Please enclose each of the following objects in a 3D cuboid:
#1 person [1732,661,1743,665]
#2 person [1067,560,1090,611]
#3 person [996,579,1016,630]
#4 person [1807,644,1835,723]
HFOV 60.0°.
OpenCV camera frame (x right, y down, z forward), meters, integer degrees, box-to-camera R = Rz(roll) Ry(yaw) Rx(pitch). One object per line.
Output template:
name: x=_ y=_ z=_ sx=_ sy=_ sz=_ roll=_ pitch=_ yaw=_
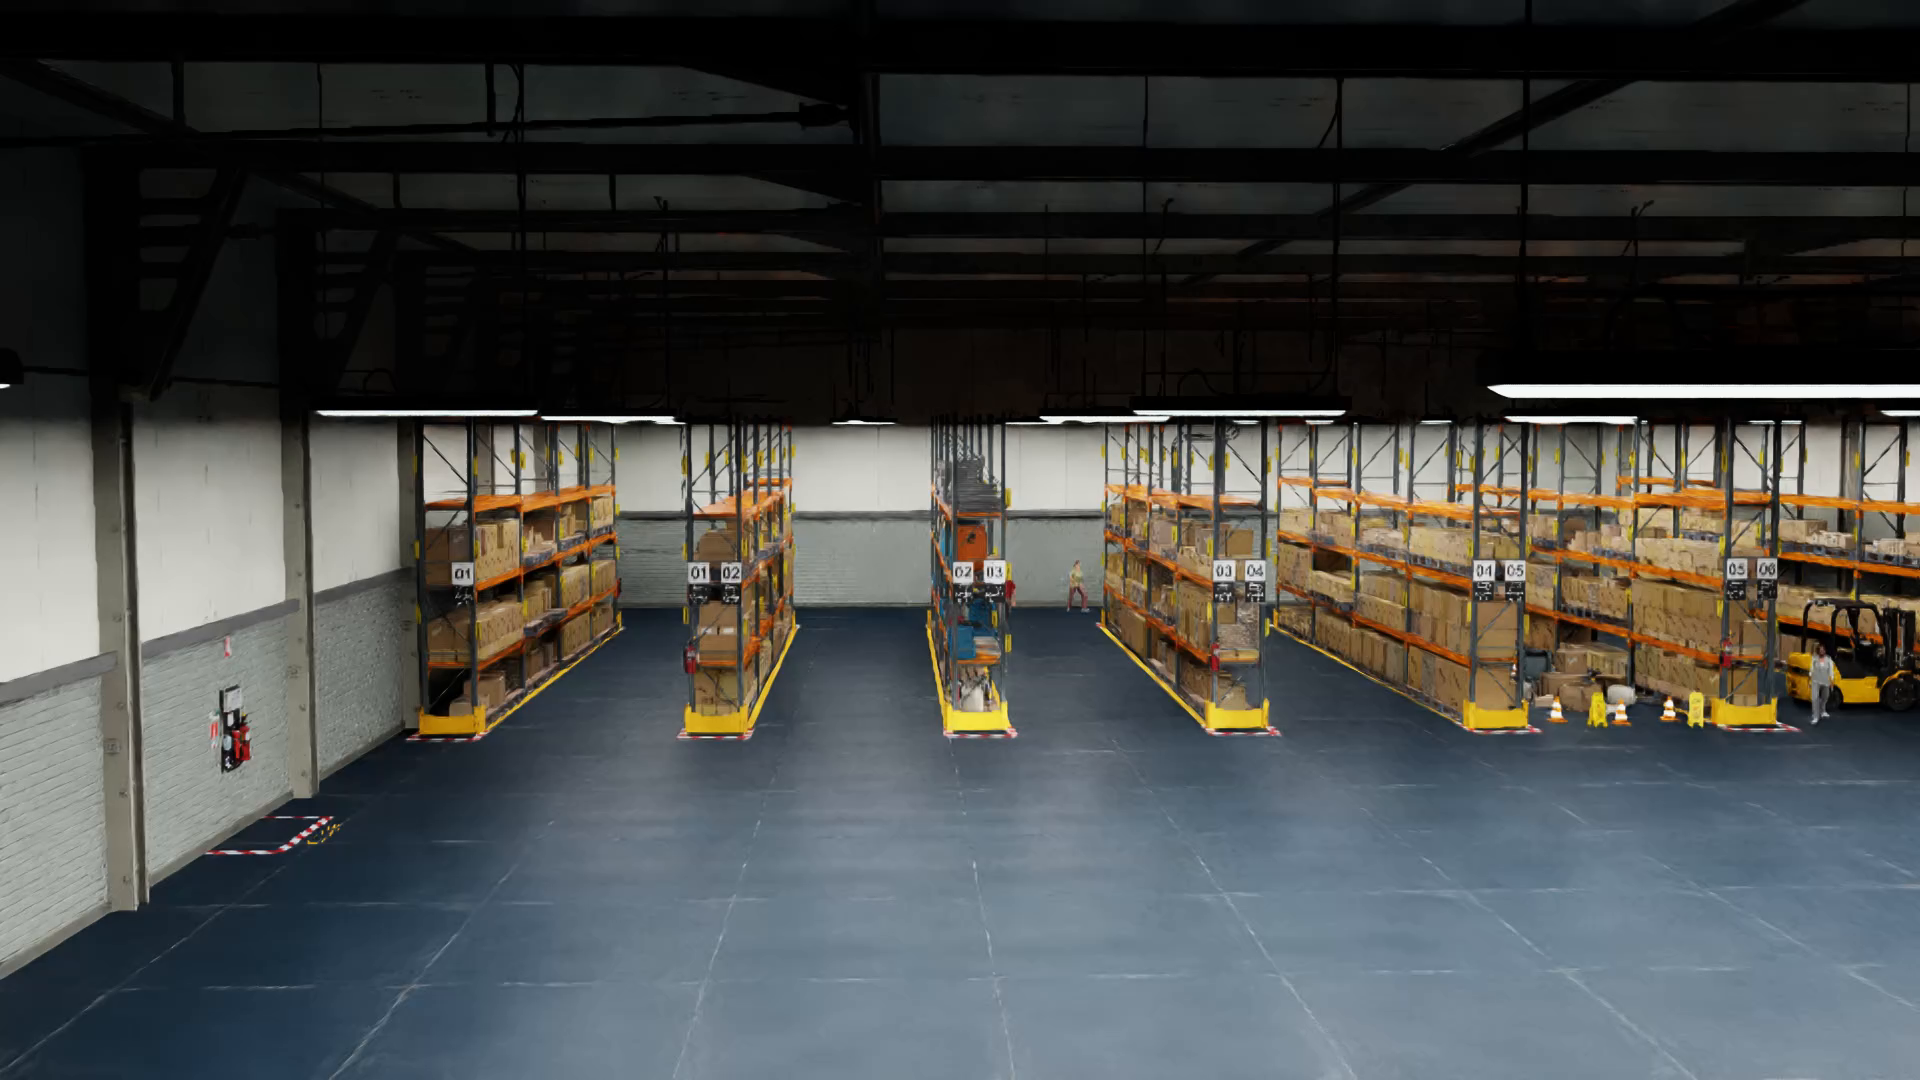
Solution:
person: x=17.944 y=2.261 z=38.657 sx=0.556 sy=1.641 sz=0.605 roll=2 pitch=4 yaw=24
person: x=3.611 y=1.408 z=51.514 sx=0.600 sy=1.620 sz=0.751 roll=-2 pitch=4 yaw=-24
person: x=1.285 y=1.737 z=46.899 sx=0.554 sy=1.582 sz=1.040 roll=0 pitch=4 yaw=-4
person: x=16.703 y=2.760 z=32.263 sx=0.460 sy=1.513 sz=0.867 roll=1 pitch=4 yaw=18
